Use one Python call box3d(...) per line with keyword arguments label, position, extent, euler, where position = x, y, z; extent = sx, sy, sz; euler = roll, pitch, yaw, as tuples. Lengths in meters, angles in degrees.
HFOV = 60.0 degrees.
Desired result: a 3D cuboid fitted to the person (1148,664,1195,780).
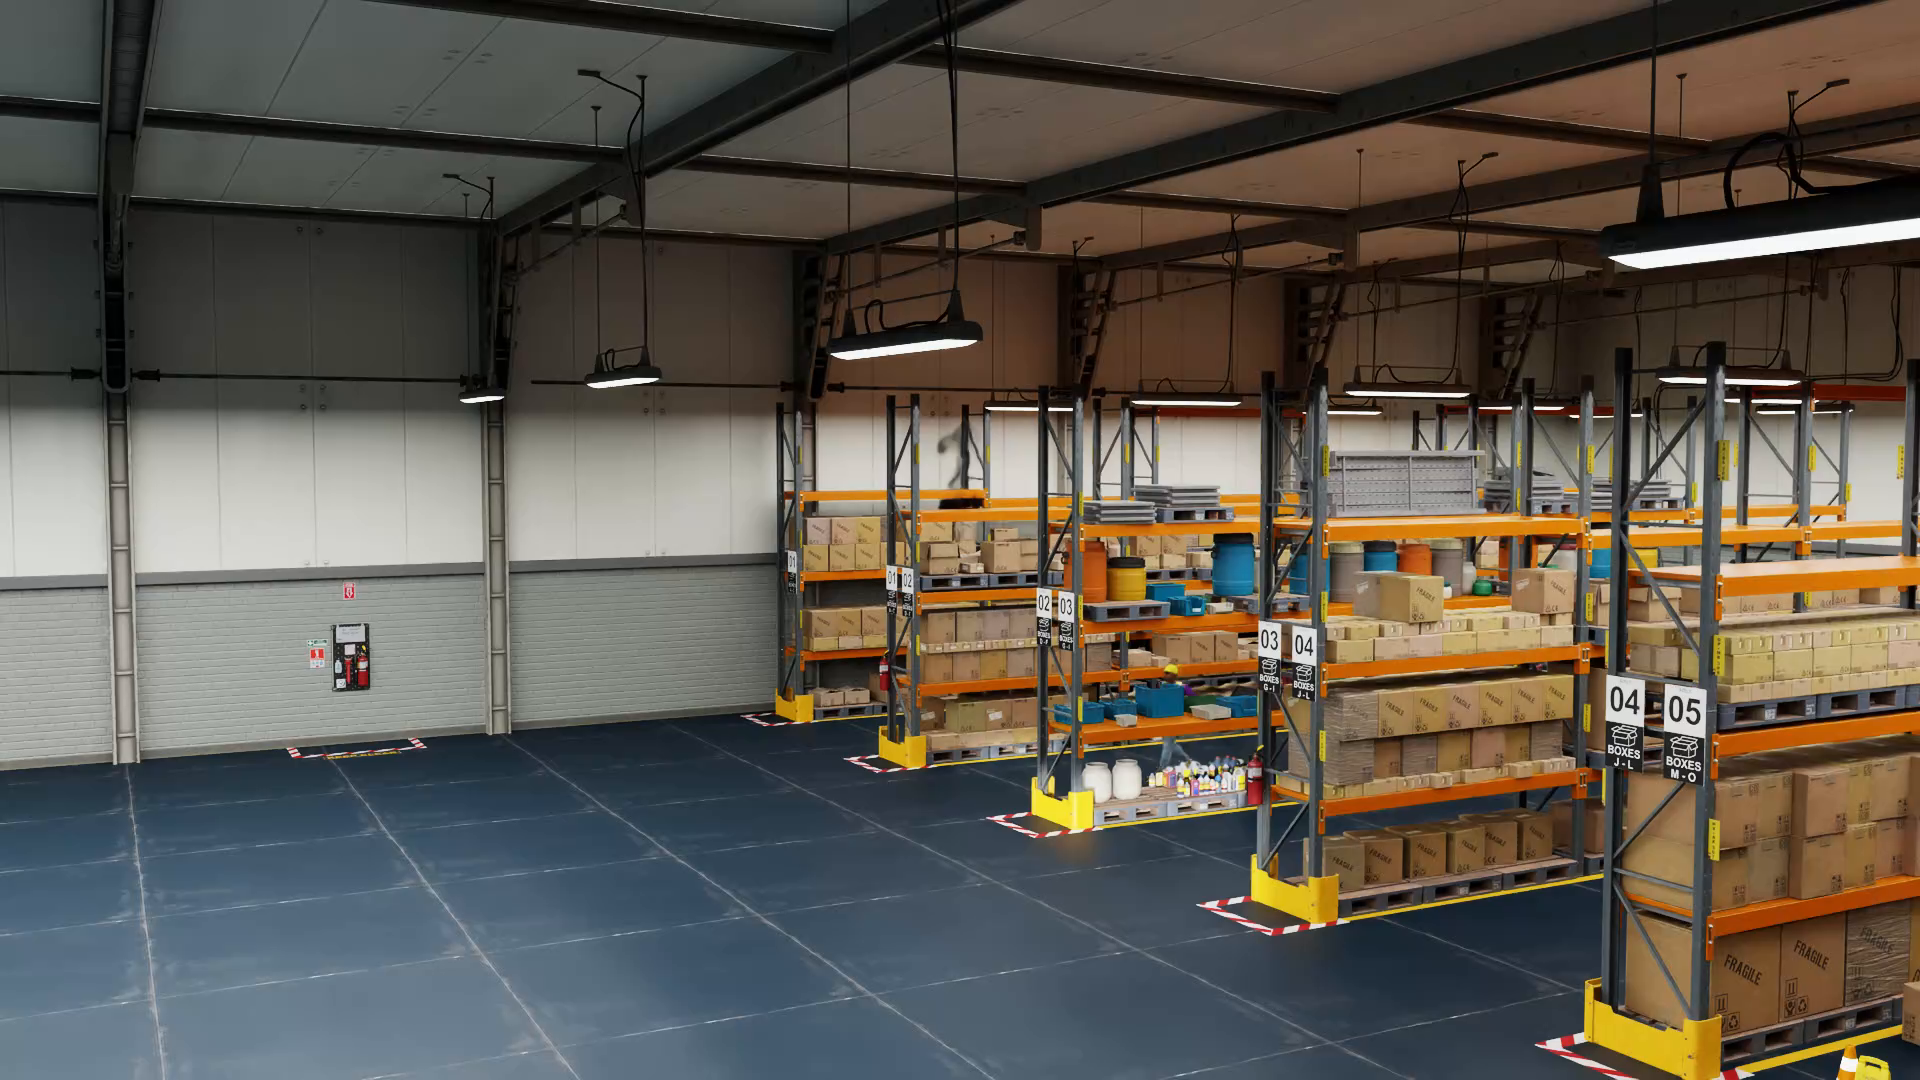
box3d(label="person", position=(3.235, 2.795, 25.708), extent=(0.963, 1.754, 0.702), euler=(-2, 4, -35))
